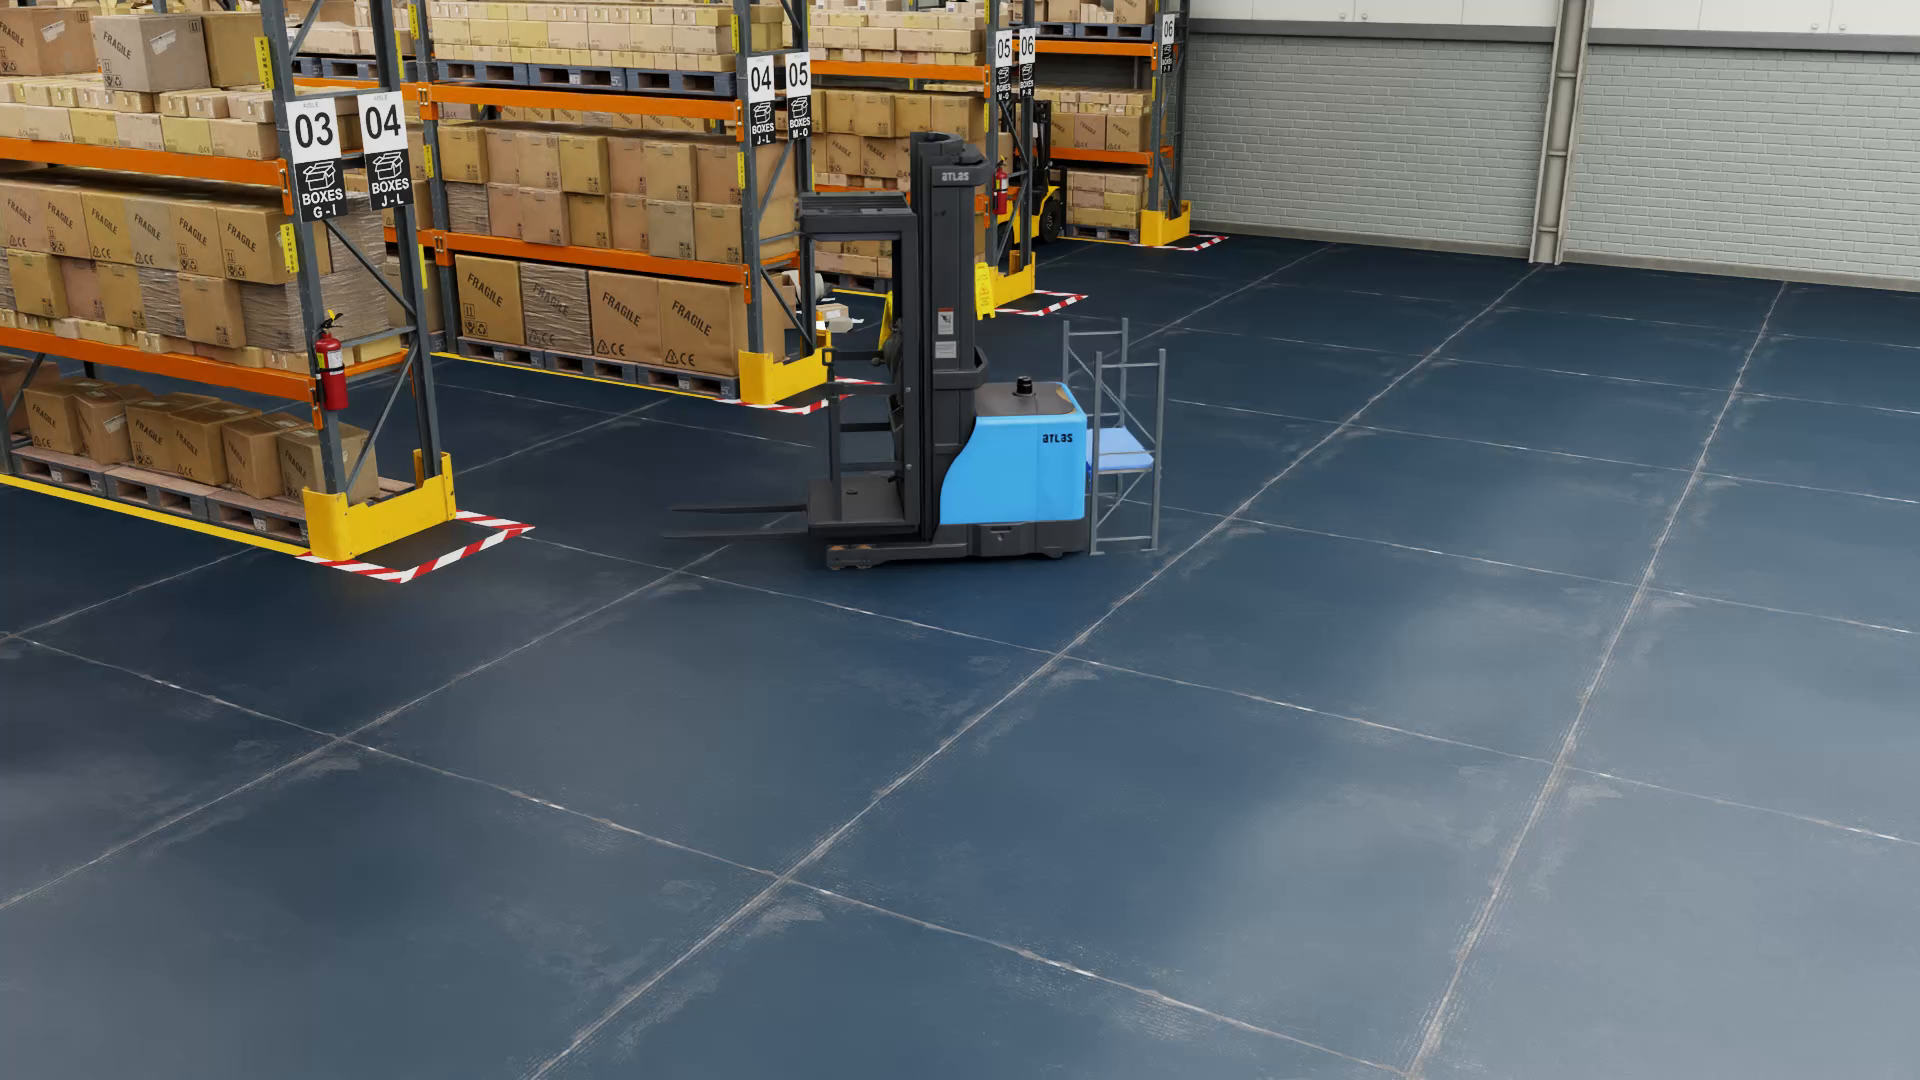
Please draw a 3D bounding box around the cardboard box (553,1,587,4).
[{"bbox_3d":[-3.863,-5.339,16.723,0.250,0.149,0.380,11,23,27],"label":"cardboard box"}]

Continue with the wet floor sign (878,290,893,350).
[{"bbox_3d":[-0.739,-2.375,17.966,0.232,0.644,0.267,7,21,18],"label":"wet floor sign"}]

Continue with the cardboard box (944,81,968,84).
[{"bbox_3d":[-0.053,-7.059,25.894,0.250,0.149,0.380,11,23,27],"label":"cardboard box"}]

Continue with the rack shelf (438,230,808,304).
[{"bbox_3d":[-3.476,-2.891,16.992,4.000,0.370,1.077,11,23,27],"label":"rack shelf"}]

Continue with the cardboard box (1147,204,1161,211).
[{"bbox_3d":[2.680,-4.910,24.919,0.500,0.250,0.500,11,23,28],"label":"cardboard box"}]

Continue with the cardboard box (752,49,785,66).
[{"bbox_3d":[-1.873,-4.586,15.815,0.250,0.149,0.380,11,23,28],"label":"cardboard box"}]

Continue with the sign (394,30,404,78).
[{"bbox_3d":[-3.973,-3.420,11.713,0.005,0.325,0.100,11,23,27],"label":"sign"}]

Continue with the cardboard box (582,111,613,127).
[{"bbox_3d":[-4.751,-5.702,22.486,0.500,0.500,0.500,10,22,25],"label":"cardboard box"}]

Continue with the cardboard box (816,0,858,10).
[{"bbox_3d":[-1.900,-8.319,25.869,0.500,0.311,0.500,10,22,25],"label":"cardboard box"}]

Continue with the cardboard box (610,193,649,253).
[{"bbox_3d":[-2.995,-3.231,16.654,0.550,0.550,0.875,11,23,27],"label":"cardboard box"}]

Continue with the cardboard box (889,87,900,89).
[{"bbox_3d":[-1.108,-7.107,26.461,0.250,0.149,0.380,11,23,27],"label":"cardboard box"}]

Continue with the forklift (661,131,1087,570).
[{"bbox_3d":[-0.644,-1.355,11.803,3.031,2.935,1.130,-2,20,-6],"label":"forklift"}]

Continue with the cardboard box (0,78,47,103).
[{"bbox_3d":[-7.103,-3.408,12.598,0.250,0.149,0.380,11,23,28],"label":"cardboard box"}]

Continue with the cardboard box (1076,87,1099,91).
[{"bbox_3d":[1.924,-6.652,24.771,0.250,0.149,0.380,12,23,29],"label":"cardboard box"}]

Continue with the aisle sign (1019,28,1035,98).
[{"bbox_3d":[0.801,-5.691,19.844,0.004,0.787,0.394,11,23,27],"label":"aisle sign"}]

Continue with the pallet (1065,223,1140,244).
[{"bbox_3d":[2.325,-4.670,24.928,1.213,0.211,1.003,11,23,27],"label":"pallet"}]

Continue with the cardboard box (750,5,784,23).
[{"bbox_3d":[-1.866,-4.958,15.673,0.250,0.149,0.380,11,23,28],"label":"cardboard box"}]

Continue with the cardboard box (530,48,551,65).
[{"bbox_3d":[-3.958,-4.726,16.201,0.250,0.149,0.380,11,23,27],"label":"cardboard box"}]

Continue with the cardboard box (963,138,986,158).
[{"bbox_3d":[-0.013,-4.582,20.016,0.500,0.500,0.500,10,22,26],"label":"cardboard box"}]

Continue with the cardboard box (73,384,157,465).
[{"bbox_3d":[-6.896,-0.953,13.644,0.500,0.500,0.500,-17,26,-39],"label":"cardboard box"}]

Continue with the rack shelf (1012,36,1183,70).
[{"bbox_3d":[1.267,-7.270,24.665,4.000,0.370,1.077,11,23,27],"label":"rack shelf"}]

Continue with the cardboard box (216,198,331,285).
[{"bbox_3d":[-4.838,-2.112,11.739,0.500,0.500,0.500,11,23,27],"label":"cardboard box"}]

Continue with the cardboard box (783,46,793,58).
[{"bbox_3d":[-2.073,-6.098,20.746,0.250,0.149,0.380,12,23,29],"label":"cardboard box"}]

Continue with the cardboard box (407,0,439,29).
[{"bbox_3d":[-7.346,-7.480,23.427,0.500,0.500,0.700,10,22,25],"label":"cardboard box"}]

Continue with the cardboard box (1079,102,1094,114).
[{"bbox_3d":[1.929,-6.331,24.323,0.250,0.149,0.380,11,22,27],"label":"cardboard box"}]

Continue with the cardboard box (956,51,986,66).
[{"bbox_3d":[0.148,-5.655,19.527,0.250,0.149,0.380,11,23,28],"label":"cardboard box"}]

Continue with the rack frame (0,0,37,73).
[{"bbox_3d":[-7.729,-4.923,12.739,0.127,3.000,1.000,11,23,27],"label":"rack frame"}]

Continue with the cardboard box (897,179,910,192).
[{"bbox_3d":[-0.563,-4.360,20.353,0.250,0.149,0.380,11,23,28],"label":"cardboard box"}]

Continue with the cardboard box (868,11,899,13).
[{"bbox_3d":[-0.928,-6.436,20.510,0.250,0.149,0.380,11,23,28],"label":"cardboard box"}]

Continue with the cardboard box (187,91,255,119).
[{"bbox_3d":[-5.094,-3.008,11.496,0.250,0.149,0.380,10,22,25],"label":"cardboard box"}]

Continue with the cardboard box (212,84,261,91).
[{"bbox_3d":[-5.238,-3.264,12.201,0.250,0.149,0.380,11,23,27],"label":"cardboard box"}]

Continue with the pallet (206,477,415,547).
[{"bbox_3d":[-4.996,-0.285,12.840,1.213,0.211,1.003,11,23,27],"label":"pallet"}]

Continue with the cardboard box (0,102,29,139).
[{"bbox_3d":[-6.997,-3.204,12.621,0.500,0.250,0.500,11,22,27],"label":"cardboard box"}]

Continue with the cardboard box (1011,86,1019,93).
[{"bbox_3d":[0.818,-6.691,24.877,0.250,0.149,0.380,11,23,27],"label":"cardboard box"}]

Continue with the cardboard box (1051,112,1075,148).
[{"bbox_3d":[1.559,-6.090,24.610,0.500,0.500,0.500,10,22,26],"label":"cardboard box"}]

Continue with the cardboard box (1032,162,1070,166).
[{"bbox_3d":[1.372,-5.632,25.444,0.500,0.250,0.500,10,22,26],"label":"cardboard box"}]

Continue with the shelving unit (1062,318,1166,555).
[{"bbox_3d":[1.108,-0.789,12.340,0.538,1.500,1.048,-3,20,-9],"label":"shelving unit"}]

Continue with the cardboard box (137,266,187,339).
[{"bbox_3d":[-5.615,-1.867,12.530,0.500,0.500,0.875,11,23,27],"label":"cardboard box"}]

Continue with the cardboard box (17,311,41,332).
[{"bbox_3d":[-7.245,-1.780,13.242,0.250,0.149,0.380,11,23,27],"label":"cardboard box"}]

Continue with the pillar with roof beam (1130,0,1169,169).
[{"bbox_3d":[0.745,-7.788,20.639,0.400,9.000,9.100,11,23,27],"label":"pillar with roof beam"}]

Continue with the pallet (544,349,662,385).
[{"bbox_3d":[-3.527,-1.899,17.291,1.213,0.211,1.003,11,23,27],"label":"pallet"}]

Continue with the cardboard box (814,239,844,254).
[{"bbox_3d":[-1.588,-3.959,21.197,0.500,0.500,0.500,12,23,30],"label":"cardboard box"}]

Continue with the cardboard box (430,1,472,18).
[{"bbox_3d":[-5.070,-5.312,16.647,0.250,0.149,0.380,11,23,28],"label":"cardboard box"}]

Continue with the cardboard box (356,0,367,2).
[{"bbox_3d":[-10.701,-9.851,30.507,0.500,0.250,0.500,11,22,27],"label":"cardboard box"}]

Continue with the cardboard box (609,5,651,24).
[{"bbox_3d":[-3.075,-4.932,15.601,0.250,0.149,0.380,11,23,28],"label":"cardboard box"}]

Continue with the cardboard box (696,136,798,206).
[{"bbox_3d":[-2.035,-3.548,15.945,0.550,0.550,0.875,11,23,27],"label":"cardboard box"}]

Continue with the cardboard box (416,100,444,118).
[{"bbox_3d":[-7.419,-6.326,23.792,0.500,0.500,0.500,11,23,28],"label":"cardboard box"}]

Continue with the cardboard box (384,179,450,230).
[{"bbox_3d":[-5.808,-3.616,17.789,0.500,0.500,0.500,11,22,27],"label":"cardboard box"}]

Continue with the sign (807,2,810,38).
[{"bbox_3d":[-1.454,-4.919,15.731,0.005,0.325,0.100,11,23,27],"label":"sign"}]

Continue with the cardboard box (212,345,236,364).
[{"bbox_3d":[-5.259,-1.419,12.247,0.250,0.149,0.380,11,23,27],"label":"cardboard box"}]

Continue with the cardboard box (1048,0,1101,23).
[{"bbox_3d":[1.662,-7.768,24.074,0.500,0.500,0.700,11,23,28],"label":"cardboard box"}]

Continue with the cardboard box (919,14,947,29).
[{"bbox_3d":[-0.282,-6.114,19.621,0.250,0.149,0.380,11,22,27],"label":"cardboard box"}]
